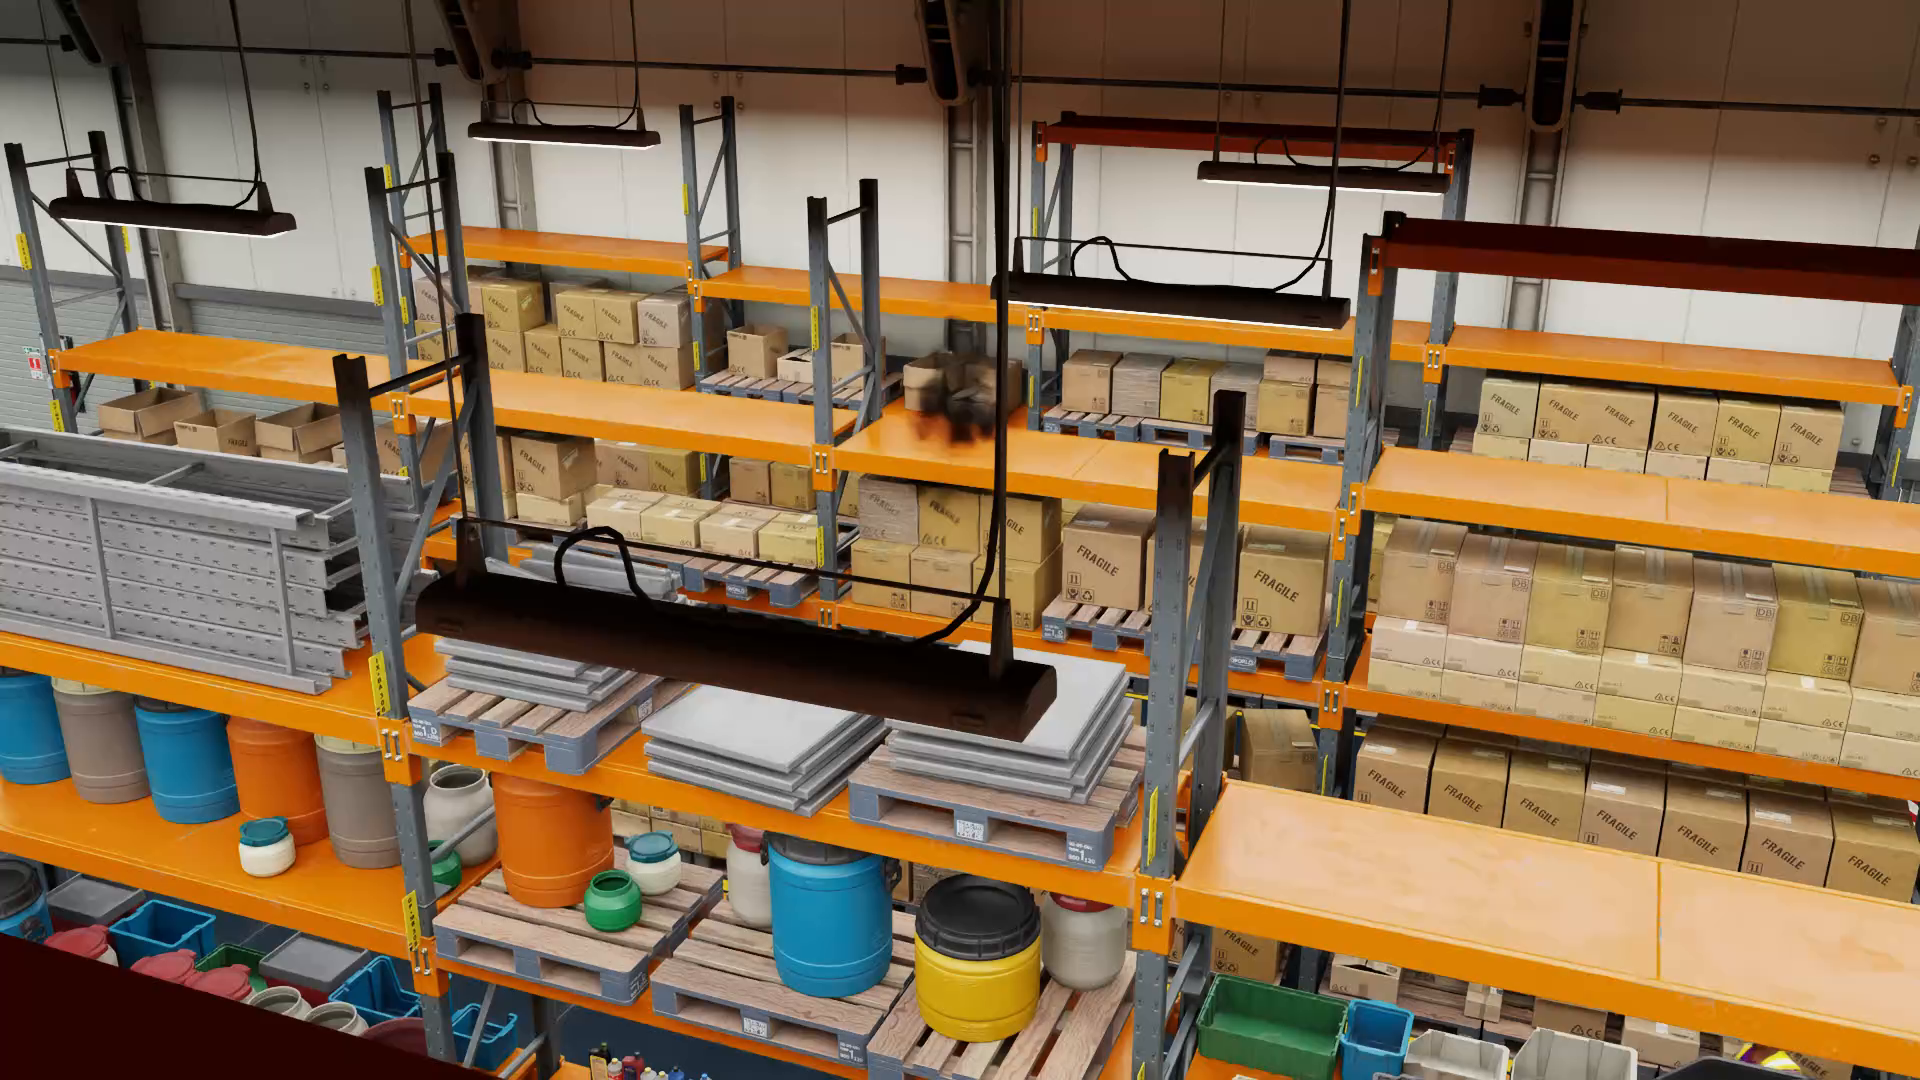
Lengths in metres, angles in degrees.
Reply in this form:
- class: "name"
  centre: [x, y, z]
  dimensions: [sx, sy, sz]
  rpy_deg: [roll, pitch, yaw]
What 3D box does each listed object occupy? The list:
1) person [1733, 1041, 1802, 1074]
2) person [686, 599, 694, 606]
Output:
- class: "person"
  centre: [4.904, 3.661, 10.318]
  dimensions: [0.671, 1.722, 0.684]
  rpy_deg: [6, 22, 16]
- class: "person"
  centre: [-2.872, 1.110, 16.959]
  dimensions: [0.645, 1.728, 0.668]
  rpy_deg: [6, 22, 15]
